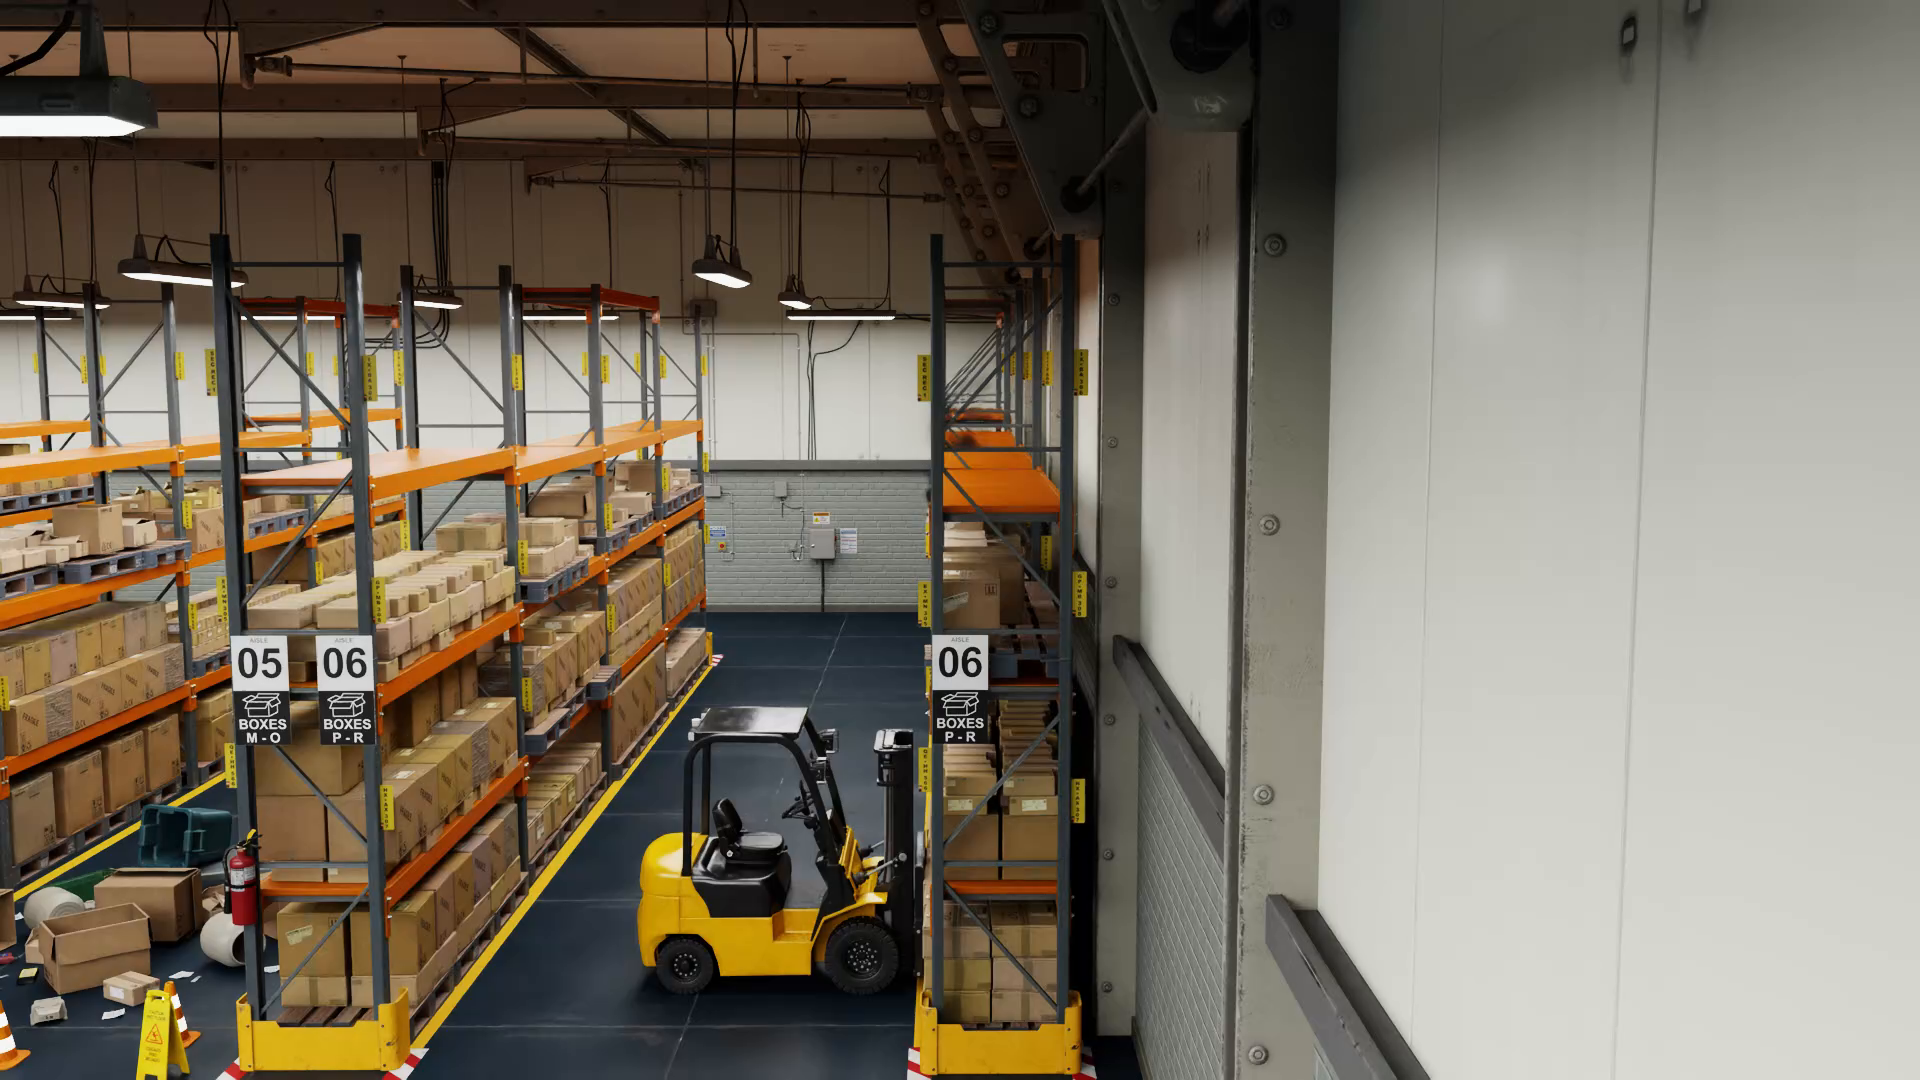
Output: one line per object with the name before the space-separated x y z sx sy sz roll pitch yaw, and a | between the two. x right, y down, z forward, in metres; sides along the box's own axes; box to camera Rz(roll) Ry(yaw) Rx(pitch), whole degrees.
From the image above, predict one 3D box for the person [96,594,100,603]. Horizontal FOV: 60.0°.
person | -12.818 1.584 24.953 0.661 1.692 0.733 -1 6 -12
